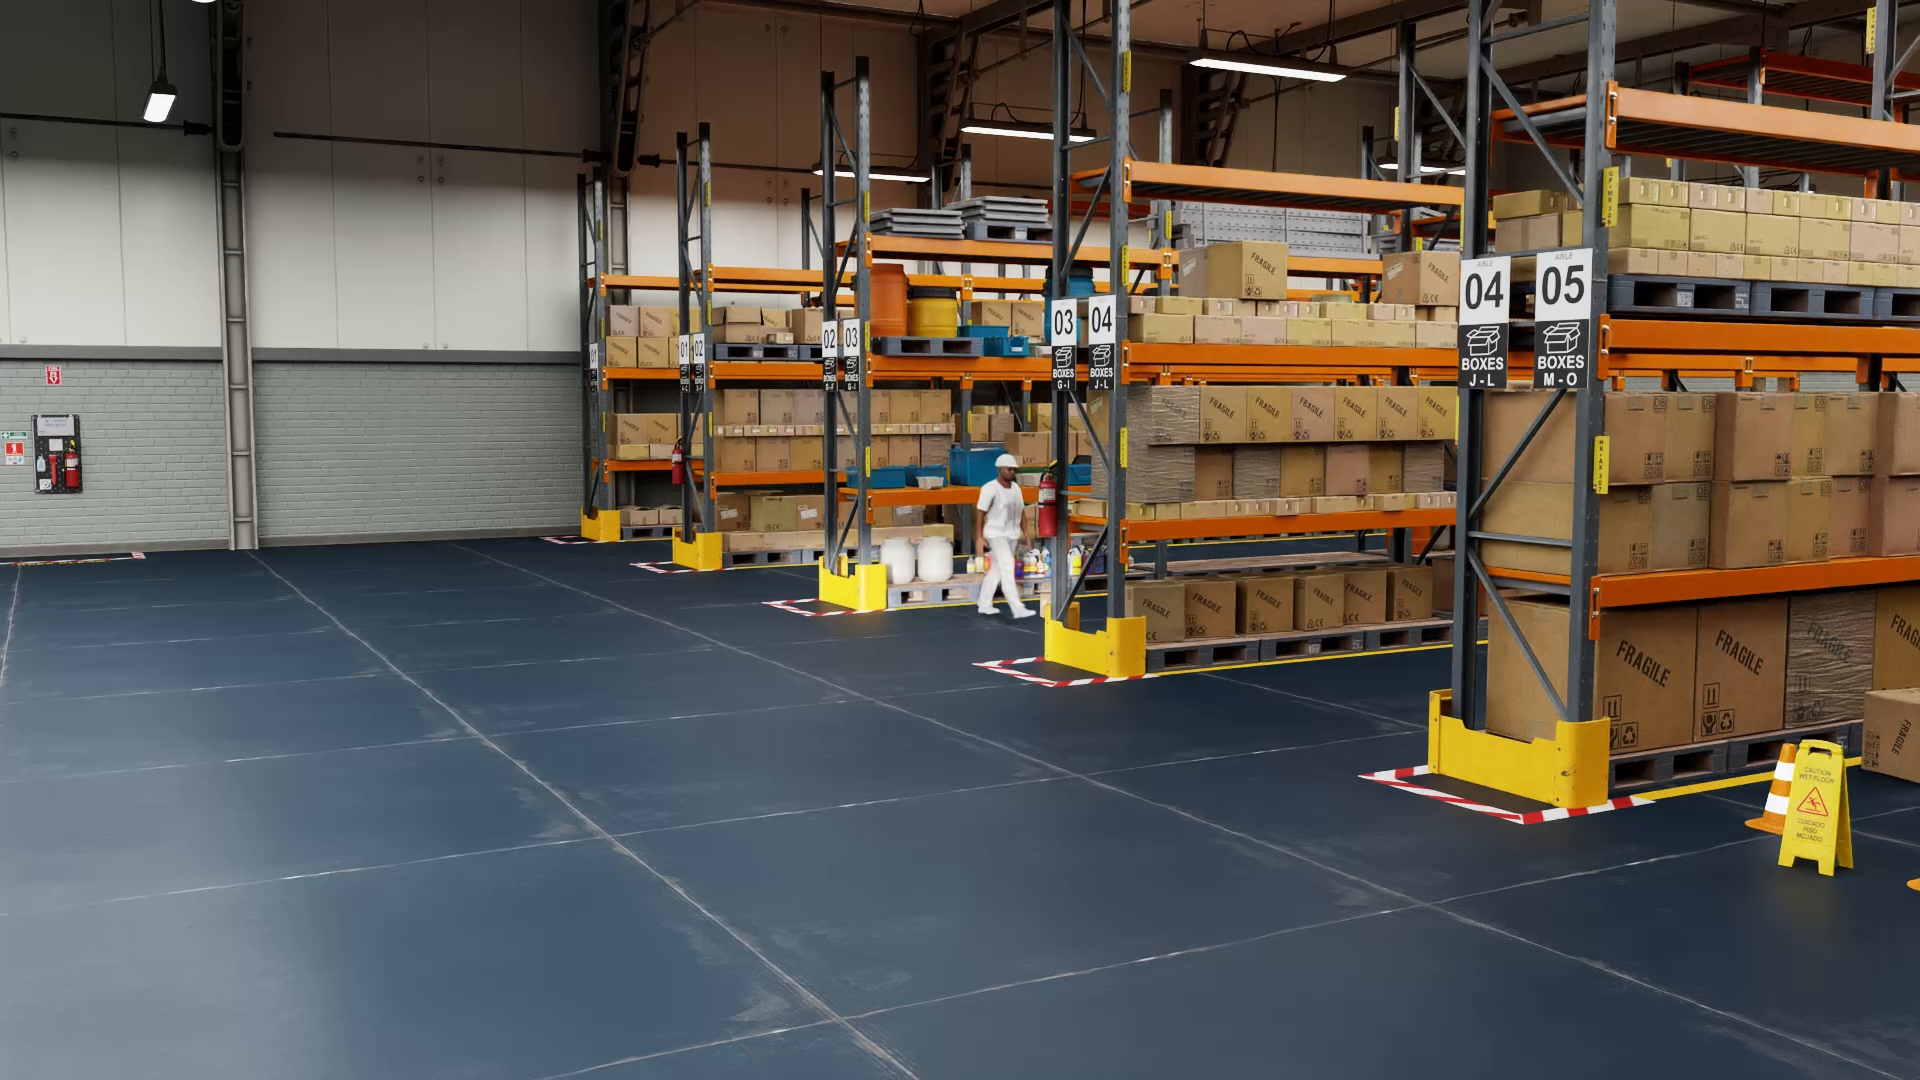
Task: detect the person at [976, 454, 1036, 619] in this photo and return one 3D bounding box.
[{"bbox_3d":[0.528,-0.045,17.535,0.989,1.714,0.585,4,6,38],"label":"person"}]
